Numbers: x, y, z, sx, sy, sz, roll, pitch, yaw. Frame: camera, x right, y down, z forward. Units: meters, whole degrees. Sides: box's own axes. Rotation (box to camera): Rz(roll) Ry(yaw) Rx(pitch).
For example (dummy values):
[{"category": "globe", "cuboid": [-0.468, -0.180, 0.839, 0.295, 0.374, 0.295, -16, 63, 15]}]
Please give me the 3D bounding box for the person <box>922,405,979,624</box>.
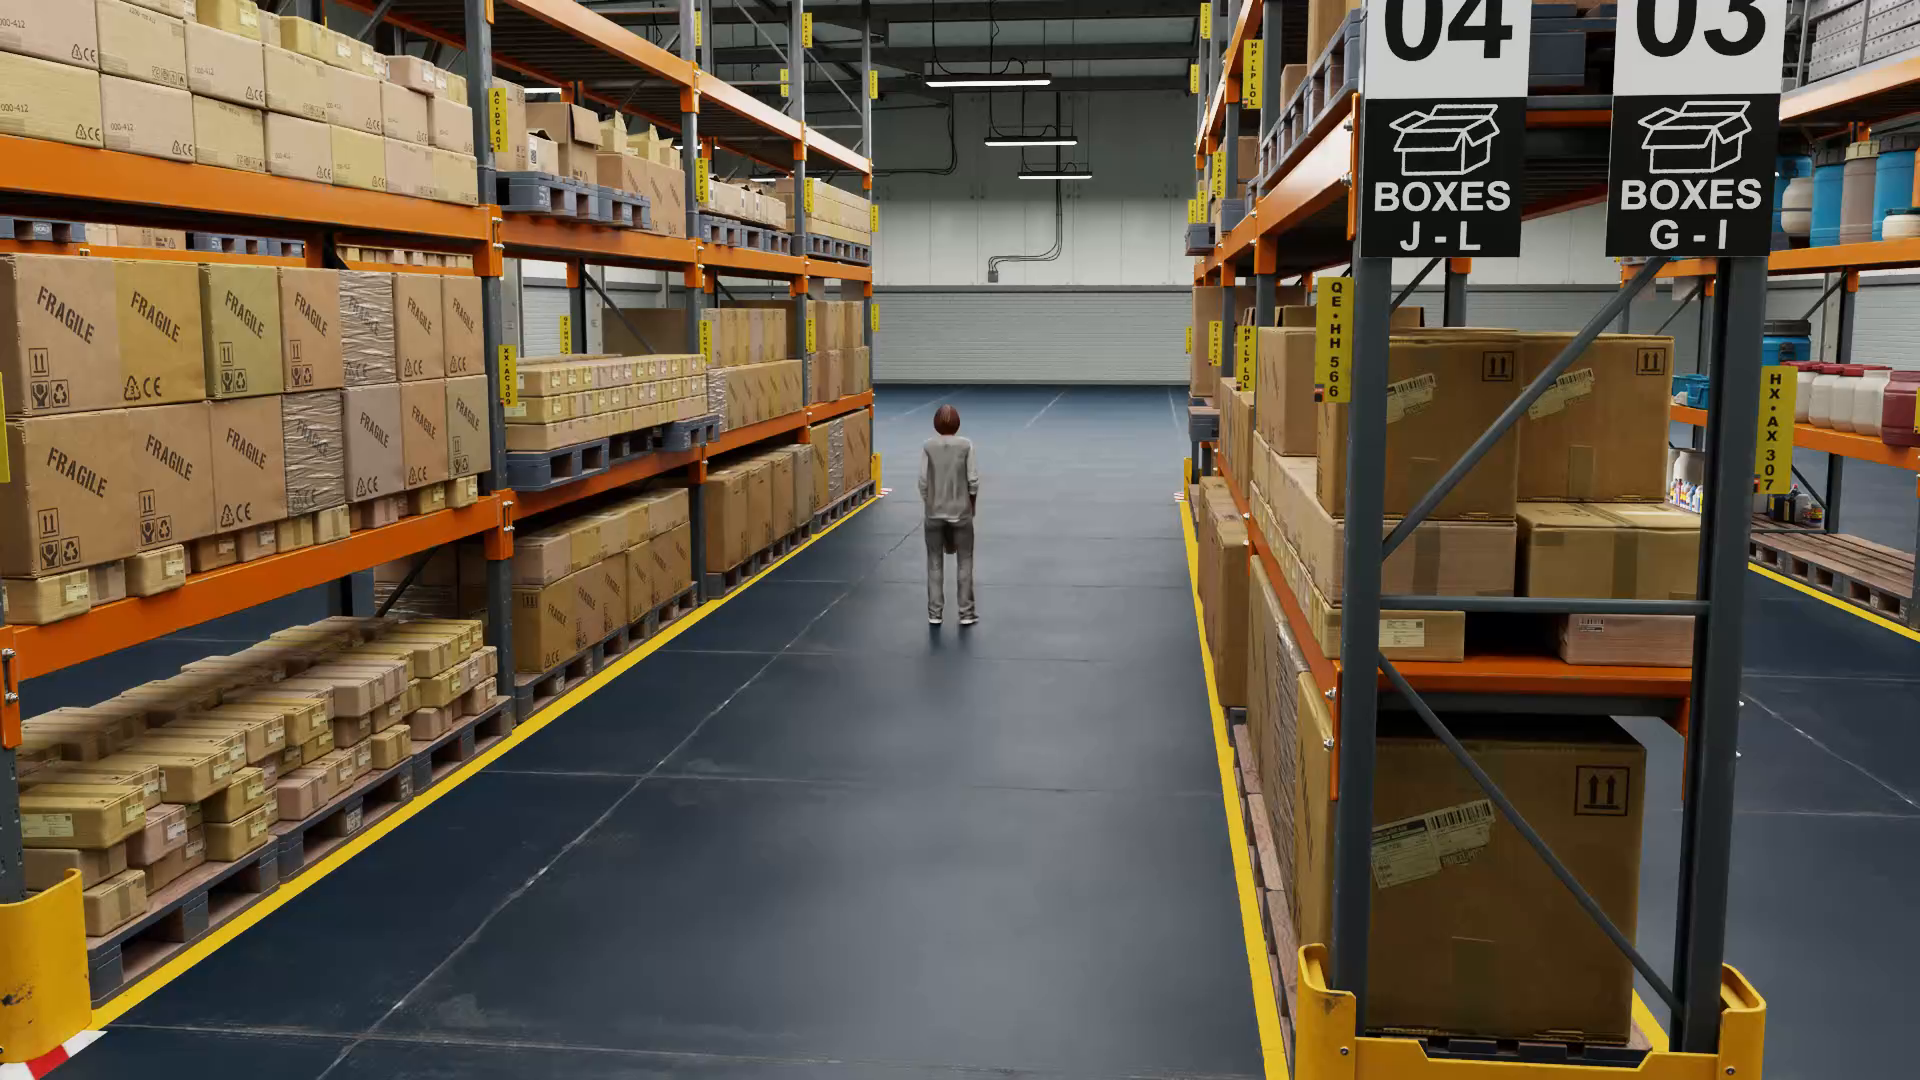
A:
[{"category": "person", "cuboid": [-0.078, -0.181, 12.133, 0.434, 1.600, 0.347, 1, 8, 5]}]
